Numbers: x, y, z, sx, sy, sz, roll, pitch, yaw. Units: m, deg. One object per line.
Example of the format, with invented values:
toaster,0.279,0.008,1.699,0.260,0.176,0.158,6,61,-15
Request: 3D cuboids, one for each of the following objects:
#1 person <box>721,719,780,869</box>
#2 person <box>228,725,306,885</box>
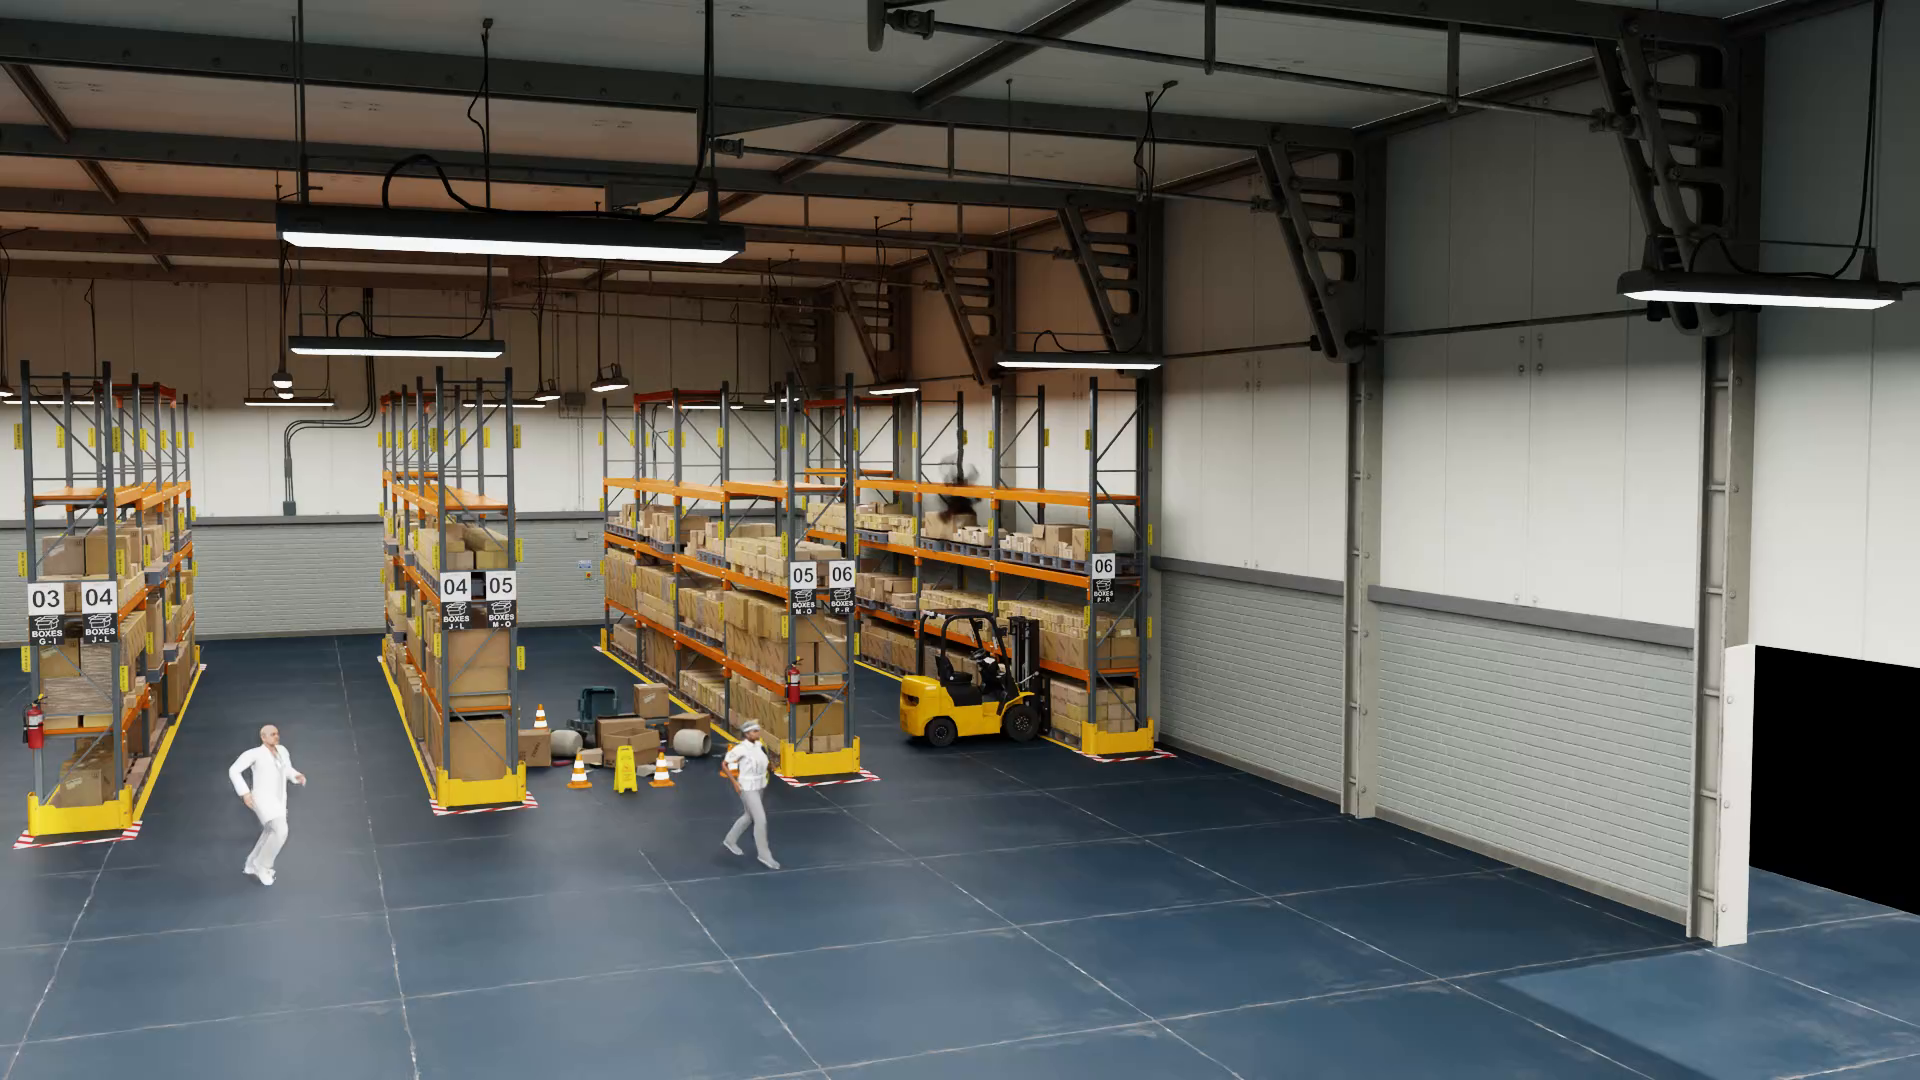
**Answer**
person,-2.468,2.963,19.614,0.863,1.729,0.562,2,4,25
person,-7.810,2.994,18.871,0.772,1.798,0.700,1,4,15
